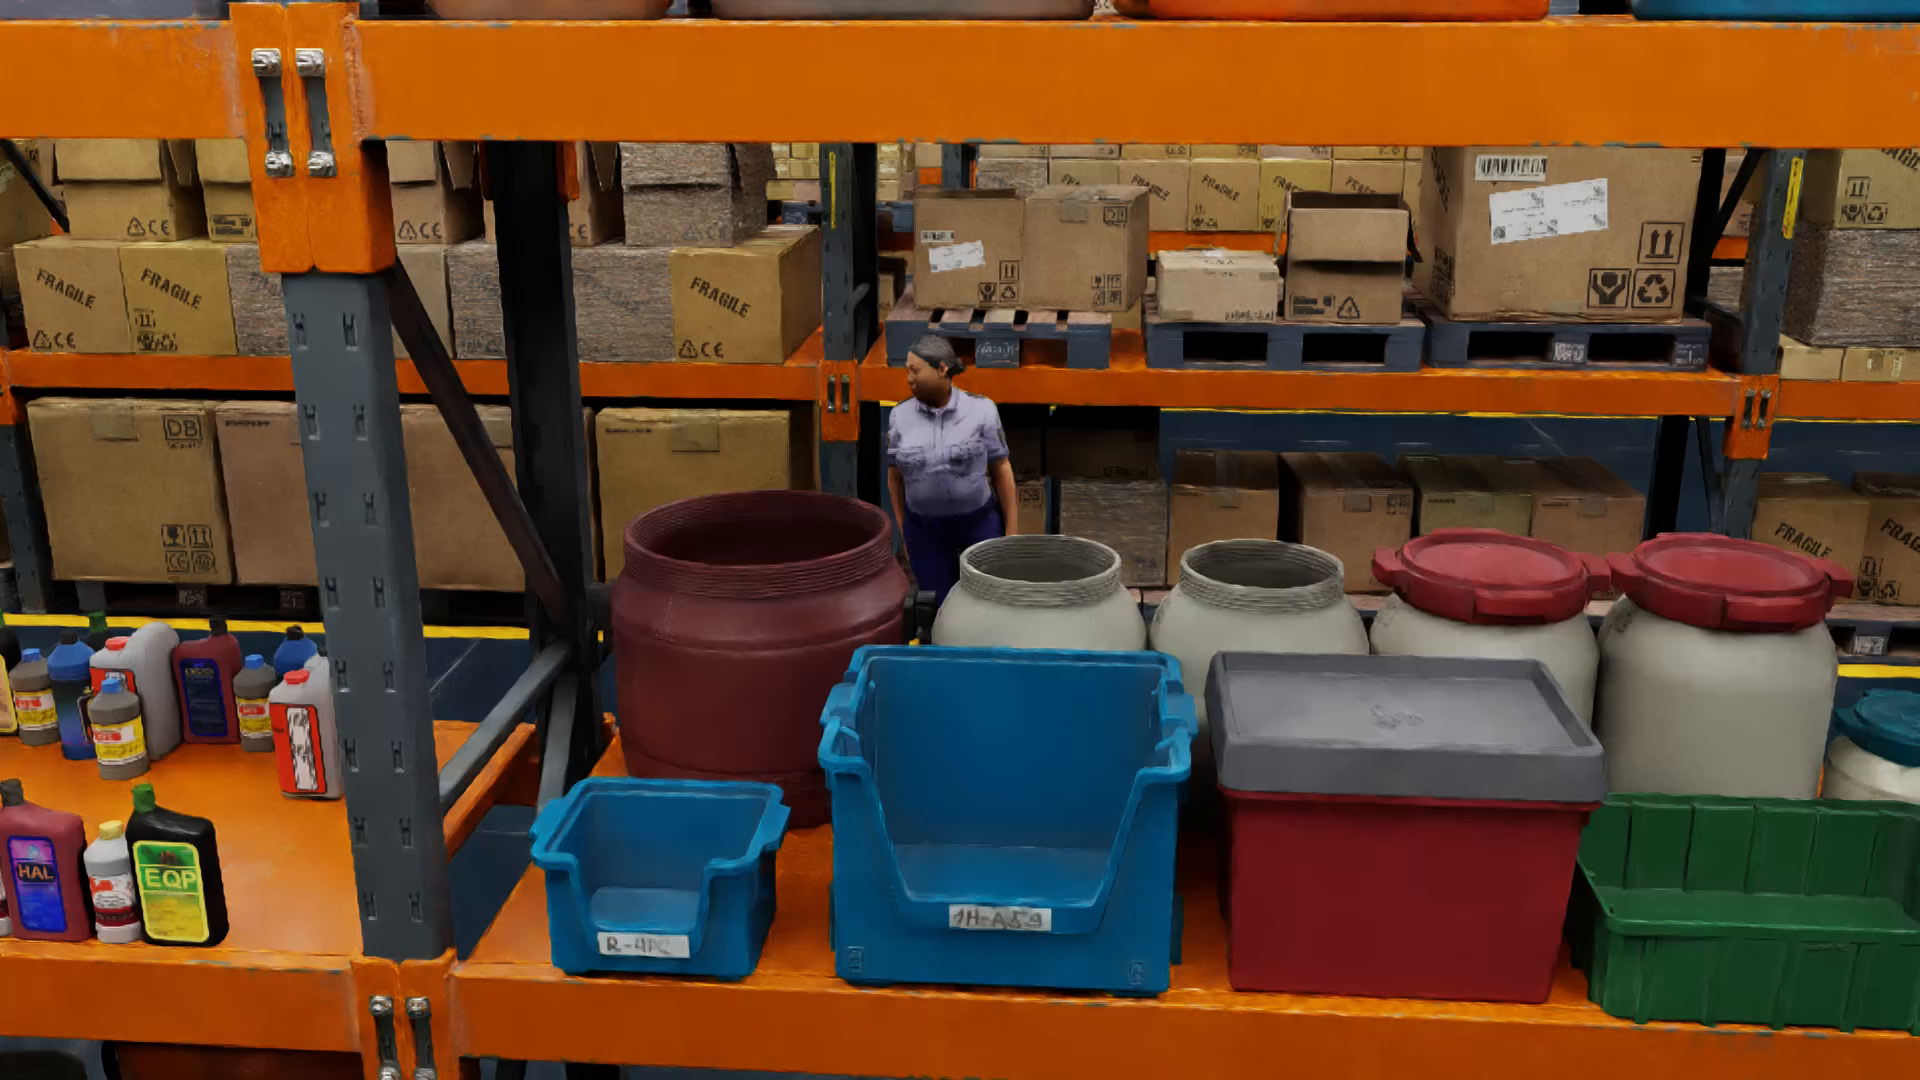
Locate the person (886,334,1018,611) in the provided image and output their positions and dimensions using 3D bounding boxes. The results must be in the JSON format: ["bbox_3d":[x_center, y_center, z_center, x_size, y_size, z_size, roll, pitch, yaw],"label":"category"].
[{"bbox_3d":[0.030,0.019,6.542,0.660,1.641,0.382,1,18,4],"label":"person"}]
